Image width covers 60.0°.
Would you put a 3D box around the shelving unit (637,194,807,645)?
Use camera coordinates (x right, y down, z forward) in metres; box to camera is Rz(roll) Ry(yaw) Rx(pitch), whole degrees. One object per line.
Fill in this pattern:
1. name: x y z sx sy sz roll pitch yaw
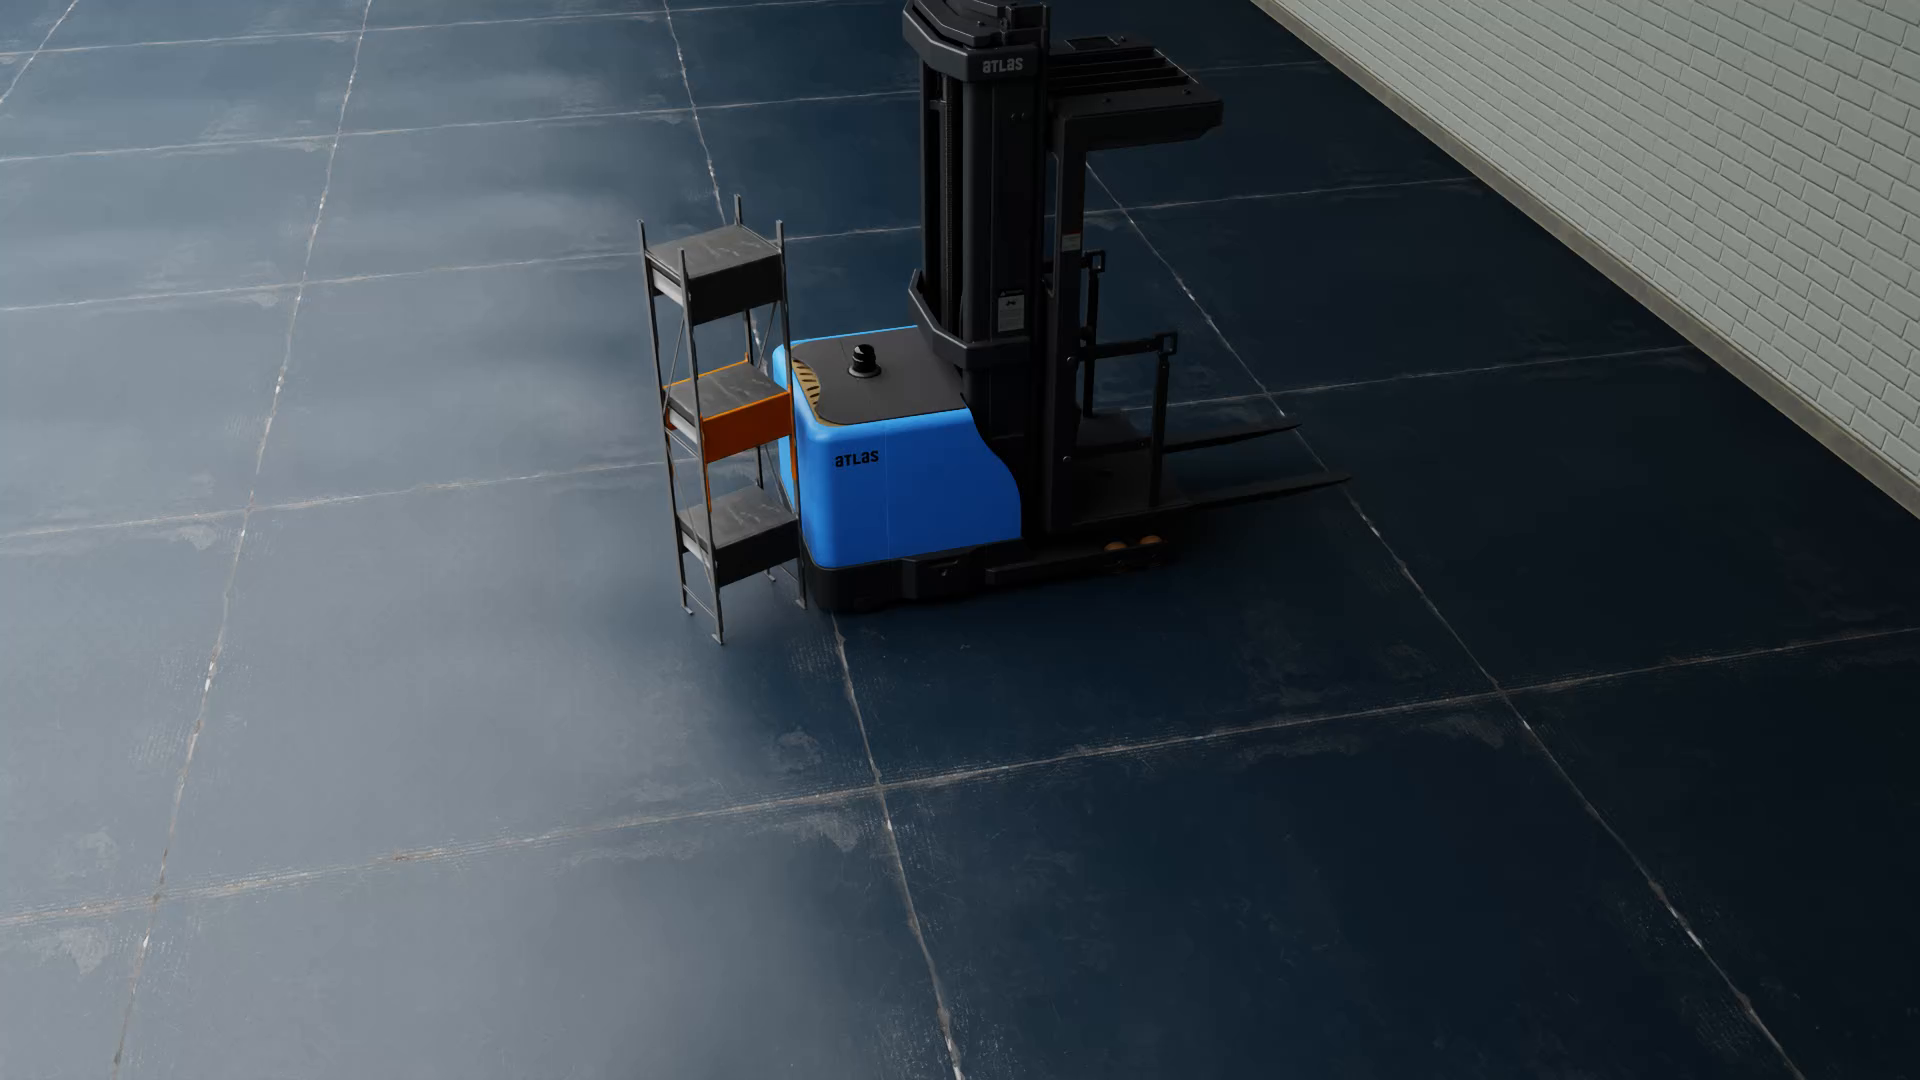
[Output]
1. shelving unit: -1.096 -0.526 7.872 0.503 2.100 0.431 -22 40 -30

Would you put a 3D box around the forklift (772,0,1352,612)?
1. forklift: 0.598 -1.315 8.303 3.031 2.935 1.130 -9 35 -14

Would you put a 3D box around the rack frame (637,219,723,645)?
1. rack frame: -1.292 -0.445 7.752 0.015 2.100 0.400 -22 40 -30

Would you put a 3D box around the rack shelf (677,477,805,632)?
1. rack shelf: -1.096 0.067 8.270 0.480 0.518 0.431 -22 40 -30

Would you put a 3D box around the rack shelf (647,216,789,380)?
1. rack shelf: -1.096 -1.096 7.489 0.480 0.518 0.431 -22 40 -30

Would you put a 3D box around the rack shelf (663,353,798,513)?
1. rack shelf: -1.096 -0.514 7.880 0.480 0.518 0.431 -22 40 -30

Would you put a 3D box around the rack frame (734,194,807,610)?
1. rack frame: -0.899 -0.606 7.992 0.015 2.100 0.400 -22 40 -30
